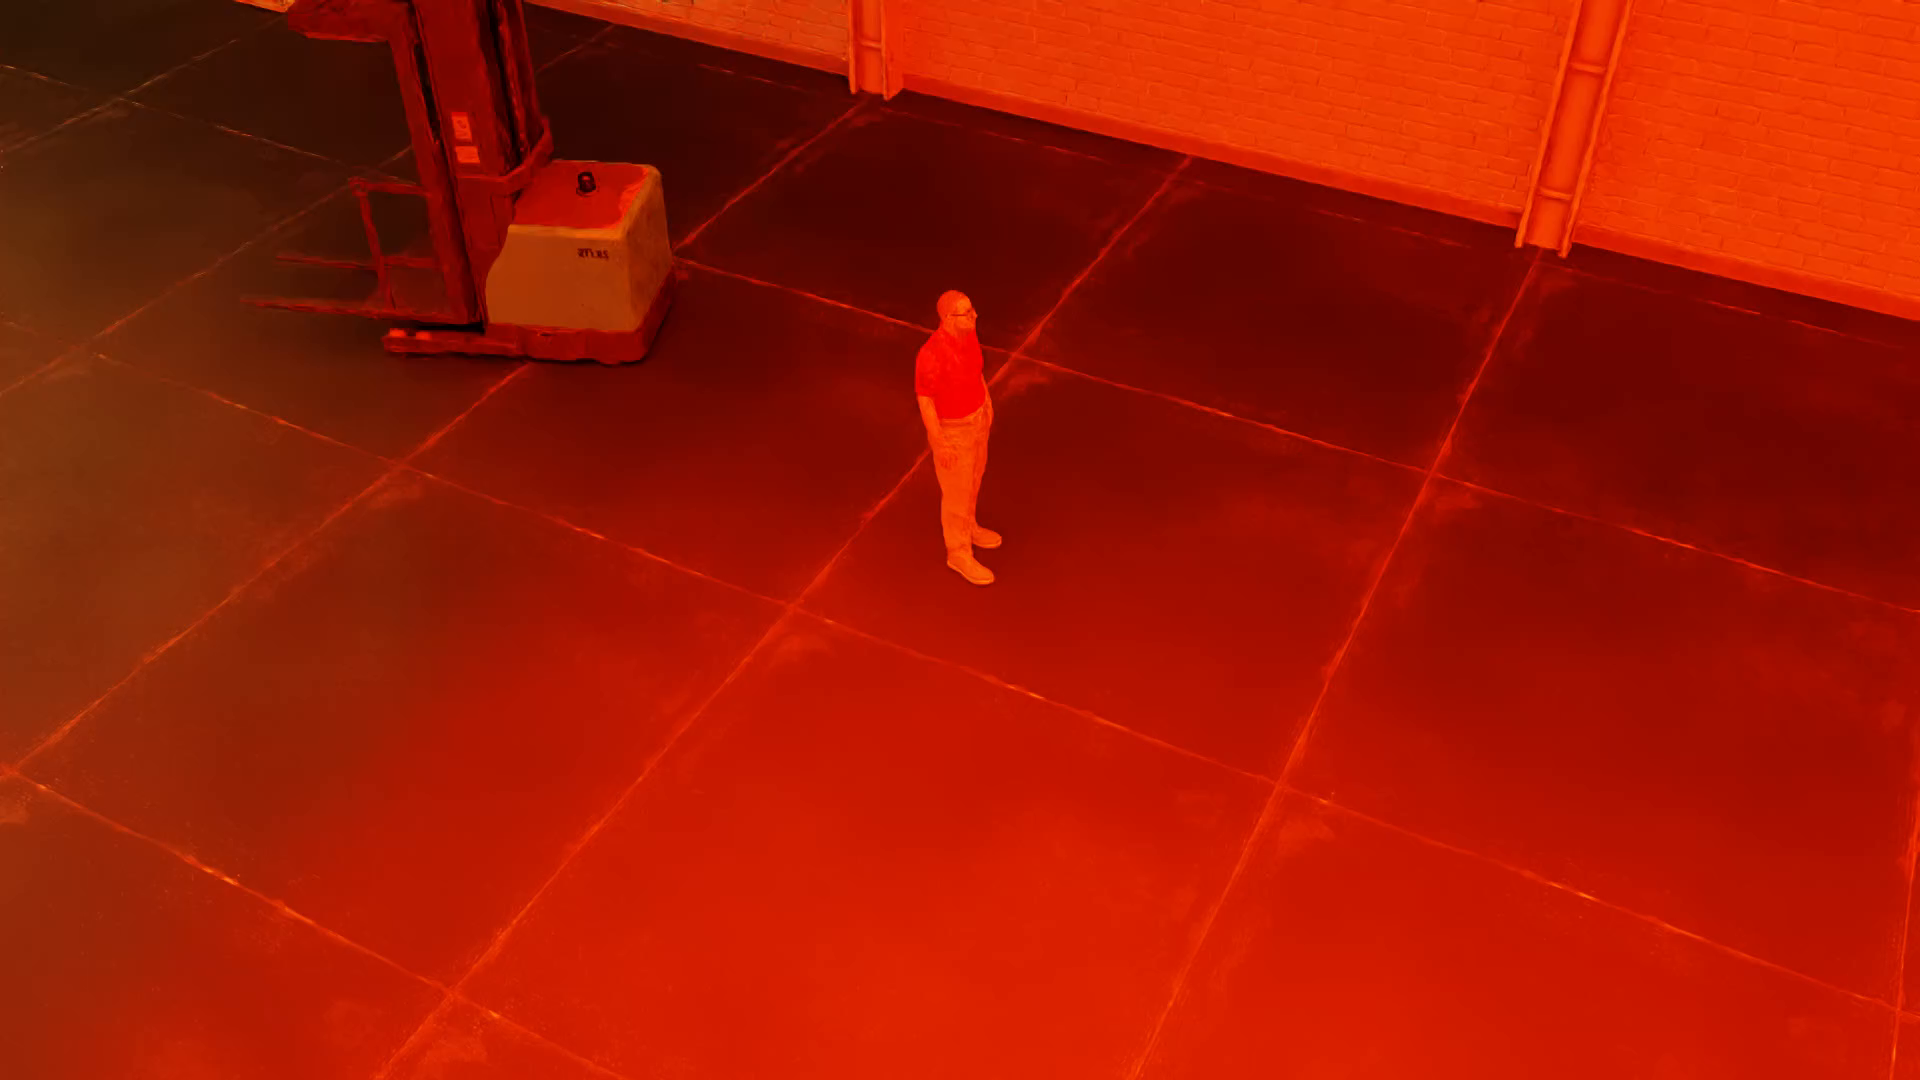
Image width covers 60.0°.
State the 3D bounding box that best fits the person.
[{"bbox_3d":[0.074,-0.633,9.661,0.550,1.726,0.640,18,43,21],"label":"person"}]

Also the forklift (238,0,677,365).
[{"bbox_3d":[-3.656,-2.767,11.272,3.031,2.935,1.130,5,40,6],"label":"forklift"}]
